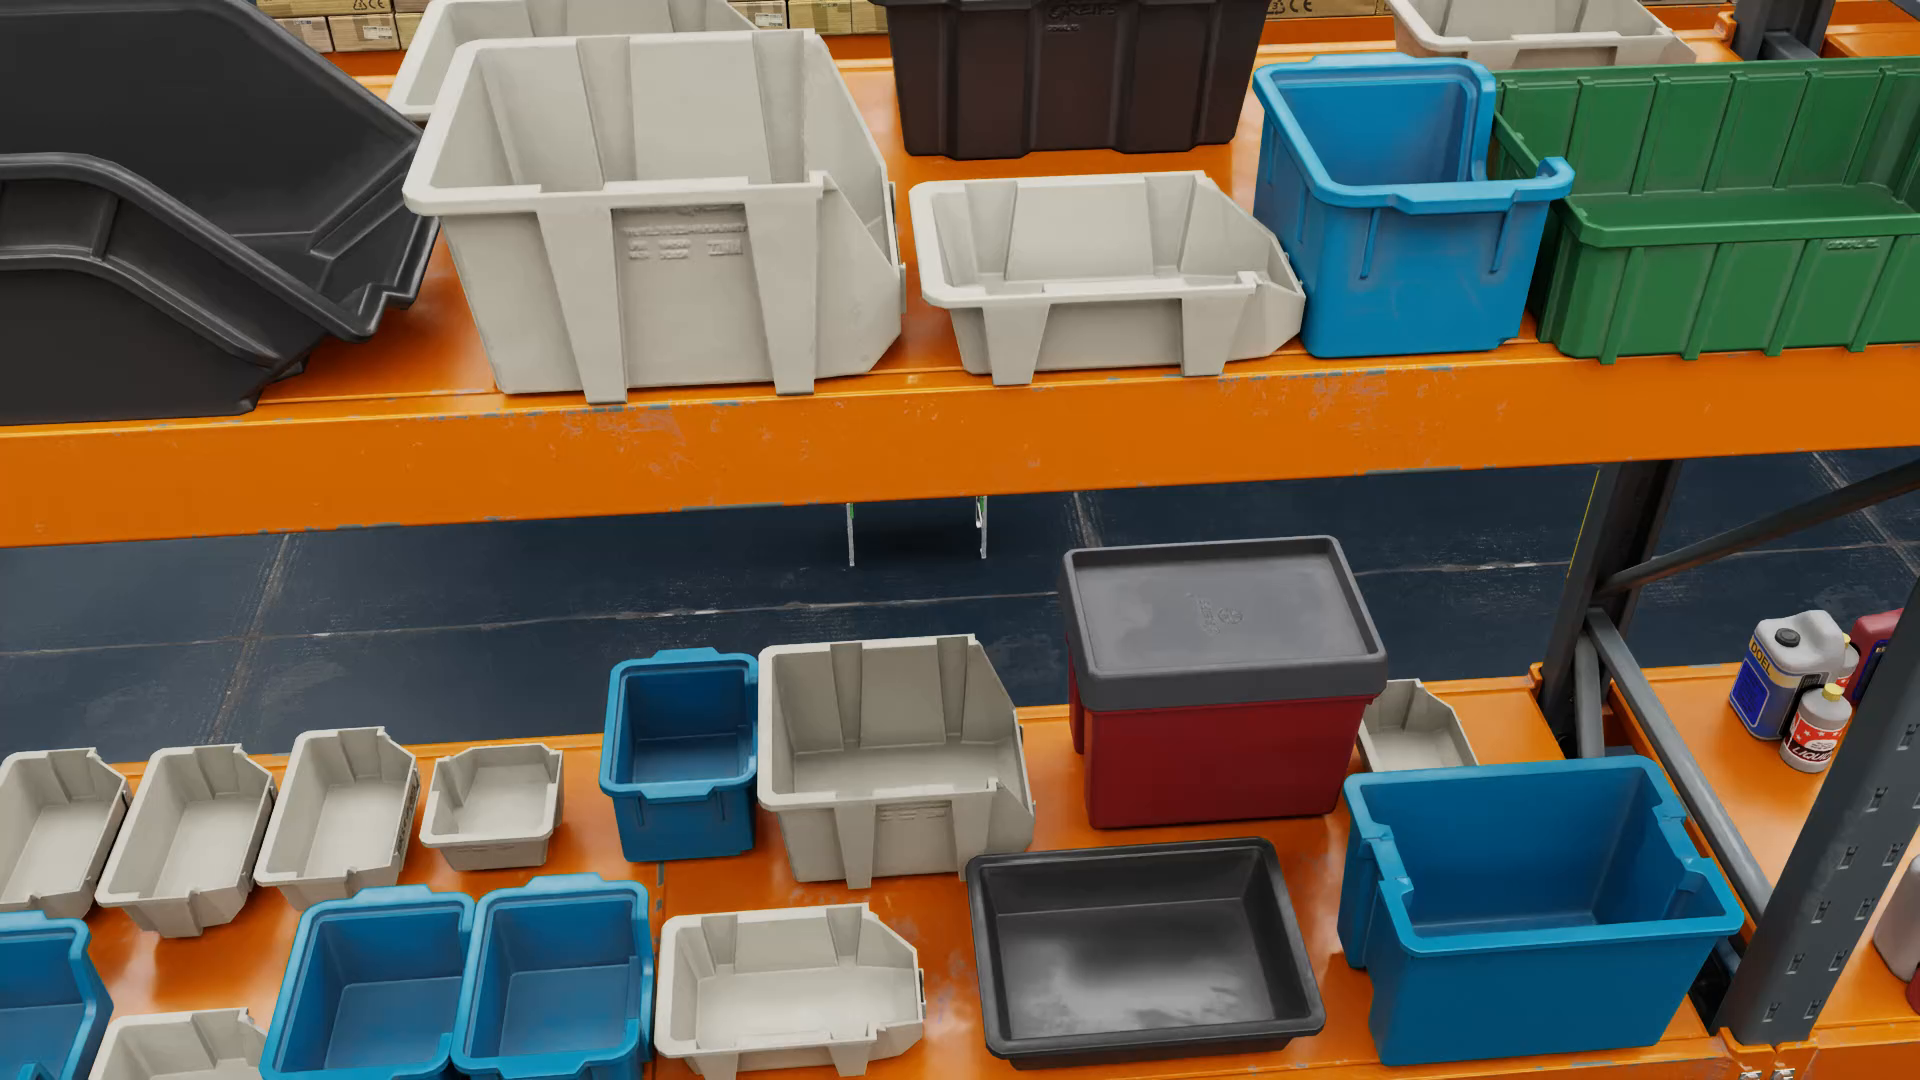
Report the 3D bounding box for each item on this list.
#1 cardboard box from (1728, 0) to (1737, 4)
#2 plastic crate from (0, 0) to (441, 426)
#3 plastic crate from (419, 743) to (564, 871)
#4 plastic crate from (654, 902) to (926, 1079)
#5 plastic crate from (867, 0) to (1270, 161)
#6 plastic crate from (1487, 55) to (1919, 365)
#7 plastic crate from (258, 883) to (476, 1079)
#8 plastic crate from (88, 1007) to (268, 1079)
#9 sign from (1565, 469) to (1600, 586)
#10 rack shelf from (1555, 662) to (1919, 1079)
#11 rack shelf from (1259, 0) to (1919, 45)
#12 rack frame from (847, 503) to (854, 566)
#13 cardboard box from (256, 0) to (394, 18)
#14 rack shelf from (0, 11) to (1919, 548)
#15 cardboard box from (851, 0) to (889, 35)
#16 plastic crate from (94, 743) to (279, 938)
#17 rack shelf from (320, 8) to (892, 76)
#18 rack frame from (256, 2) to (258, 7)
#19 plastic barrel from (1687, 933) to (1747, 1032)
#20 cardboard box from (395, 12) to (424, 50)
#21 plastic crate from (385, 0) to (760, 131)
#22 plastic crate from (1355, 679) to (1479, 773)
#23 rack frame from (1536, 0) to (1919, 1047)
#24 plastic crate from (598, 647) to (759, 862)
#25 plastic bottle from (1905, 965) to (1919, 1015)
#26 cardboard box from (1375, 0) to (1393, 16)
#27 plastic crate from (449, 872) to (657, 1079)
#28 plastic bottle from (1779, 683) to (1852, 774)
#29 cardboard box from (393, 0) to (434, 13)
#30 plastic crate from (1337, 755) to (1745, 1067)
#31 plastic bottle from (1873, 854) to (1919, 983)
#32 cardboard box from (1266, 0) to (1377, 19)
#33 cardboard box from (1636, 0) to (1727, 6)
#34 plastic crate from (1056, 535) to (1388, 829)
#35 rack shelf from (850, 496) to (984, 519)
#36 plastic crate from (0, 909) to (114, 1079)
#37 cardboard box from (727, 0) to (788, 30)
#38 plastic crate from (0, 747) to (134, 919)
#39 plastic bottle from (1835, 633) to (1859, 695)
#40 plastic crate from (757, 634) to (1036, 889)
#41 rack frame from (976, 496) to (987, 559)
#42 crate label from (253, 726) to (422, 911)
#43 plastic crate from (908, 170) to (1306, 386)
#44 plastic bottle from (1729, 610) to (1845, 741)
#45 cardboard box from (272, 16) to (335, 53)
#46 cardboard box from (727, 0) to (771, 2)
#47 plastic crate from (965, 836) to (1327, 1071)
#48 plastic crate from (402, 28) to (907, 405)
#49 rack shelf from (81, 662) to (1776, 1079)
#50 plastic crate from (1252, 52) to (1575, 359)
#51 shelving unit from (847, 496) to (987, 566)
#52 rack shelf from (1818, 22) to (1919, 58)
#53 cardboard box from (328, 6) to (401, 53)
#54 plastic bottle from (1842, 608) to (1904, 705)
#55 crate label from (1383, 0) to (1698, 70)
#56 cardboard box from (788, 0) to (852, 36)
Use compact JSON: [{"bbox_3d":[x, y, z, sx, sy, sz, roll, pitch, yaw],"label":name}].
[{"bbox_3d":[3.474,-2.627,7.077,0.500,0.500,0.500,-4,38,-5],"label":"cardboard box"},{"bbox_3d":[-1.026,-0.394,1.957,0.767,0.338,0.504,-3,38,-4],"label":"plastic crate"},{"bbox_3d":[-0.917,0.532,3.319,0.250,0.136,0.298,-3,38,-4],"label":"plastic crate"},{"bbox_3d":[-0.296,0.815,2.960,0.466,0.136,0.293,-3,38,-4],"label":"plastic crate"},{"bbox_3d":[0.151,-0.774,2.493,0.590,0.269,0.497,-3,38,-4],"label":"plastic crate"},{"bbox_3d":[1.017,-0.431,2.124,0.662,0.188,0.450,-3,38,-4],"label":"plastic crate"},{"bbox_3d":[-0.985,0.833,2.860,0.300,0.233,0.416,-3,38,-4],"label":"plastic crate"},{"bbox_3d":[-1.294,0.939,2.803,0.298,0.136,0.250,-3,38,-4],"label":"plastic crate"},{"bbox_3d":[1.365,0.005,3.598,0.005,0.325,0.100,-3,38,-4],"label":"sign"},{"bbox_3d":[3.404,0.626,3.615,4.000,0.370,1.077,-3,38,-4],"label":"rack shelf"},{"bbox_3d":[2.966,-2.430,7.488,4.000,0.370,1.077,-3,38,-4],"label":"rack shelf"},{"bbox_3d":[-0.408,-0.449,5.850,0.015,1.200,0.240,-3,38,-4],"label":"rack frame"},{"bbox_3d":[-2.509,-2.300,6.625,0.500,0.250,0.500,-4,38,-5],"label":"cardboard box"},{"bbox_3d":[-0.580,-0.332,2.408,4.000,0.370,1.077,-3,38,-4],"label":"rack shelf"},{"bbox_3d":[-0.326,-2.228,6.855,0.250,0.149,0.380,-2,38,-3],"label":"cardboard box"},{"bbox_3d":[-1.486,0.590,3.246,0.243,0.136,0.396,-3,38,-4],"label":"plastic crate"},{"bbox_3d":[-1.019,-2.210,7.210,4.000,0.370,1.077,-3,38,-4],"label":"rack shelf"},{"bbox_3d":[-3.011,-2.383,6.848,0.127,3.000,1.000,-3,38,-4],"label":"rack frame"},{"bbox_3d":[1.956,1.093,3.798,0.708,0.901,0.600,-3,38,-4],"label":"plastic barrel"},{"bbox_3d":[-2.117,-2.129,6.730,0.250,0.149,0.380,-4,38,-5],"label":"cardboard box"},{"bbox_3d":[-0.536,-0.667,2.466,0.530,0.136,0.437,-3,38,-4],"label":"plastic crate"},{"bbox_3d":[0.936,0.471,3.396,0.243,0.136,0.396,-3,38,-4],"label":"plastic crate"},{"bbox_3d":[1.412,0.454,3.253,0.127,3.000,1.000,-3,38,-4],"label":"rack frame"},{"bbox_3d":[-0.549,0.444,3.352,0.300,0.233,0.416,-3,38,-4],"label":"plastic crate"},{"bbox_3d":[1.815,0.743,2.981,0.133,0.283,0.061,-3,38,-4],"label":"plastic bottle"},{"bbox_3d":[1.955,-2.541,6.968,0.500,0.500,0.500,-3,38,-4],"label":"cardboard box"},{"bbox_3d":[-0.687,0.816,2.881,0.300,0.233,0.416,-3,38,-4],"label":"plastic crate"},{"bbox_3d":[1.806,0.387,3.499,0.097,0.201,0.097,0,38,0],"label":"plastic bottle"},{"bbox_3d":[-1.992,-2.333,6.666,0.500,0.250,0.500,-4,38,-5],"label":"cardboard box"},{"bbox_3d":[0.977,0.672,2.941,0.575,0.384,0.392,-3,38,-4],"label":"plastic crate"},{"bbox_3d":[1.832,0.651,3.043,0.185,0.351,0.144,-3,38,-4],"label":"plastic bottle"},{"bbox_3d":[1.454,-2.513,6.932,0.500,0.500,0.500,-3,38,-4],"label":"cardboard box"},{"bbox_3d":[2.967,-2.599,7.042,0.500,0.500,0.500,-2,38,-3],"label":"cardboard box"},{"bbox_3d":[0.501,0.299,3.349,0.583,0.464,0.402,-3,38,-4],"label":"plastic crate"},{"bbox_3d":[-0.165,-0.223,6.055,0.480,0.148,0.258,-3,38,-4],"label":"rack shelf"},{"bbox_3d":[-1.641,0.869,2.814,0.300,0.233,0.416,-3,38,-4],"label":"plastic crate"},{"bbox_3d":[-0.835,-2.201,6.820,0.250,0.149,0.380,-3,38,-3],"label":"cardboard box"},{"bbox_3d":[-1.776,0.597,3.237,0.243,0.136,0.396,-3,38,-4],"label":"plastic crate"},{"bbox_3d":[1.889,0.287,3.625,0.097,0.201,0.097,0,38,0],"label":"plastic bottle"},{"bbox_3d":[-0.125,0.447,3.309,0.530,0.282,0.437,-3,38,-4],"label":"plastic crate"},{"bbox_3d":[0.078,-0.475,5.884,0.015,1.200,0.240,-3,38,-4],"label":"rack frame"},{"bbox_3d":[-1.211,0.559,3.284,0.243,0.136,0.396,-3,38,-4],"label":"crate label"},{"bbox_3d":[0.179,-0.316,2.020,0.466,0.136,0.293,-3,38,-4],"label":"plastic crate"},{"bbox_3d":[1.776,0.281,3.572,0.135,0.276,0.152,-3,38,-4],"label":"plastic bottle"},{"bbox_3d":[-2.628,-2.100,6.693,0.250,0.149,0.380,-3,38,-3],"label":"cardboard box"},{"bbox_3d":[-0.971,-2.390,6.739,0.500,0.250,0.500,-4,38,-5],"label":"cardboard box"},{"bbox_3d":[0.321,0.765,3.032,0.590,0.125,0.437,-3,38,-4],"label":"plastic crate"},{"bbox_3d":[-0.337,-0.389,1.996,0.530,0.282,0.437,-3,38,-4],"label":"plastic crate"},{"bbox_3d":[-0.580,0.846,3.337,4.000,0.370,1.077,-3,38,-4],"label":"rack shelf"},{"bbox_3d":[0.534,-0.411,2.063,0.300,0.233,0.416,-3,38,-4],"label":"plastic crate"},{"bbox_3d":[-0.165,-0.462,5.867,0.503,1.200,0.258,-3,38,-4],"label":"shelving unit"},{"bbox_3d":[3.404,-0.551,2.686,4.000,0.370,1.077,-3,38,-4],"label":"rack shelf"},{"bbox_3d":[-2.372,-2.115,6.712,0.250,0.149,0.380,-4,38,-5],"label":"cardboard box"},{"bbox_3d":[2.003,0.238,3.622,0.133,0.283,0.061,-3,38,-4],"label":"plastic bottle"},{"bbox_3d":[0.899,-0.772,2.598,0.466,0.136,0.293,-3,38,-4],"label":"crate label"},{"bbox_3d":[-0.581,-2.214,6.837,0.250,0.149,0.380,-4,38,-5],"label":"cardboard box"}]
